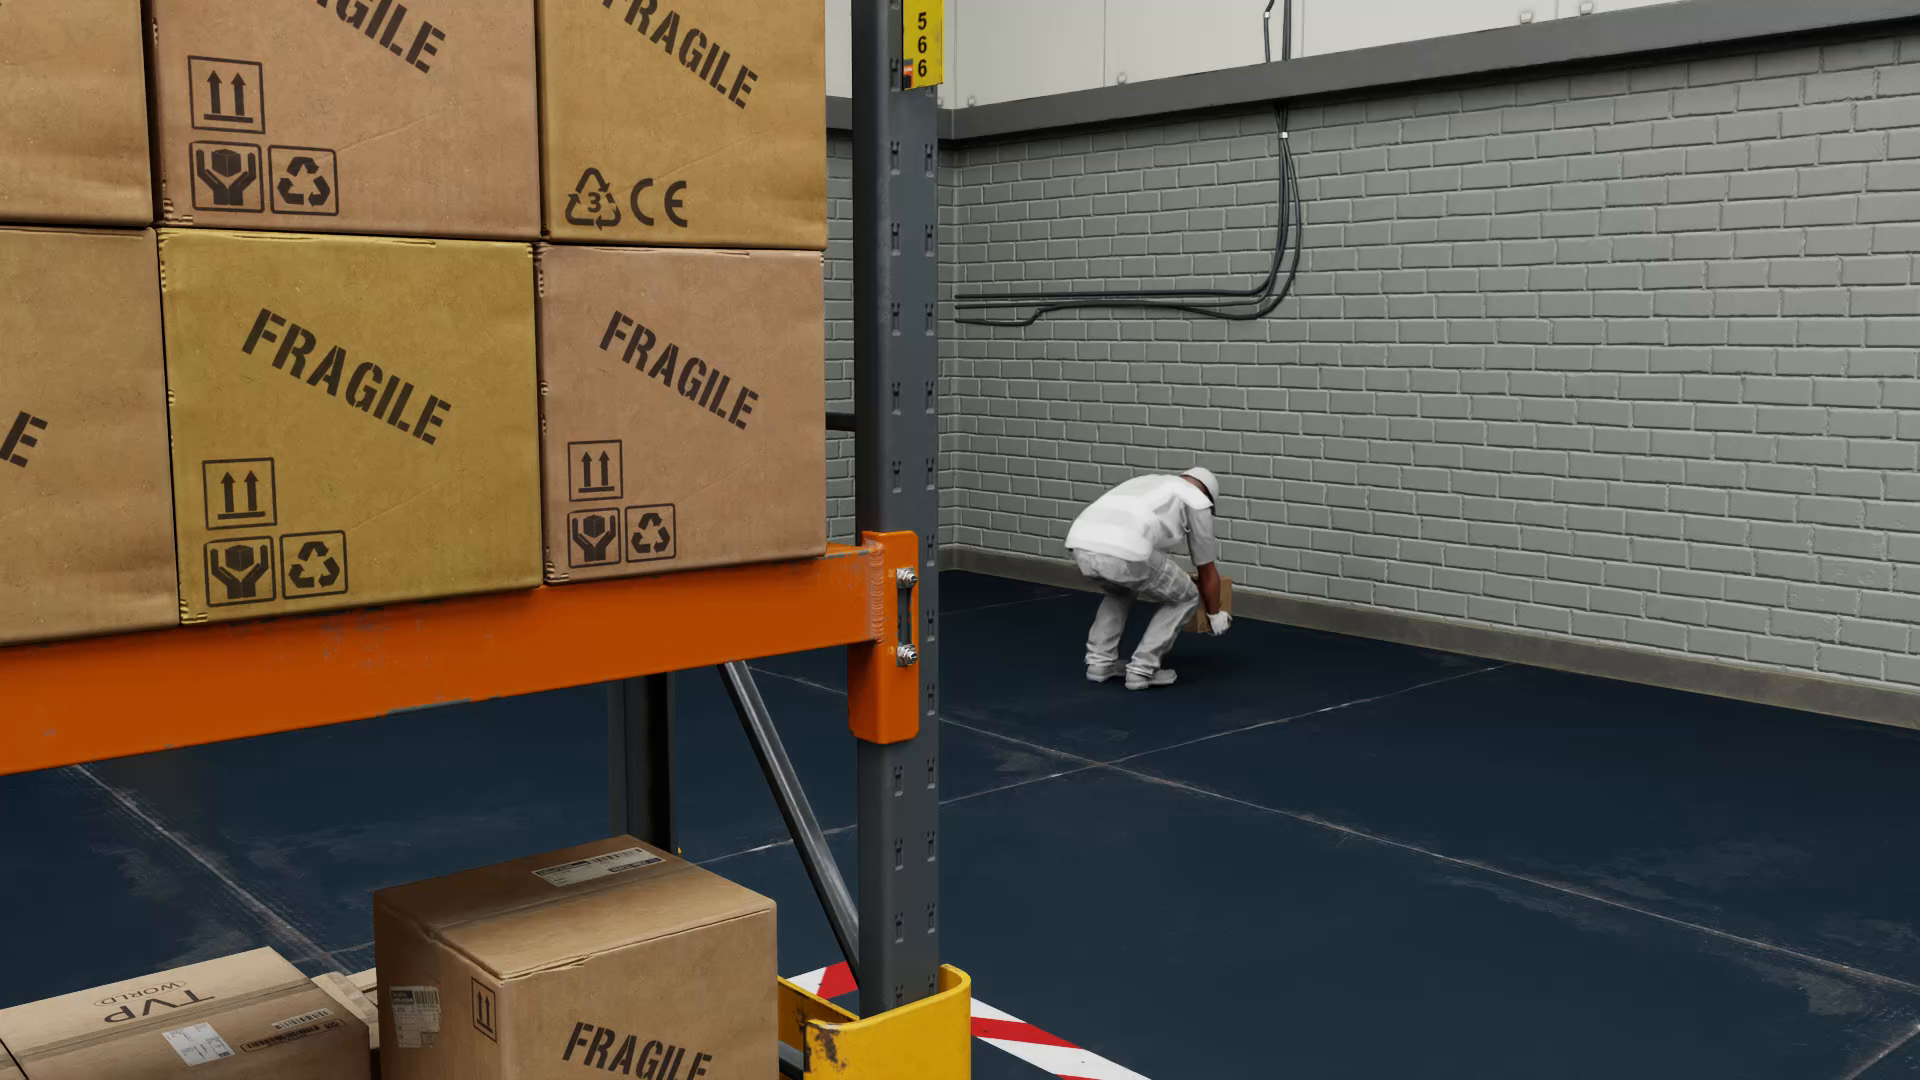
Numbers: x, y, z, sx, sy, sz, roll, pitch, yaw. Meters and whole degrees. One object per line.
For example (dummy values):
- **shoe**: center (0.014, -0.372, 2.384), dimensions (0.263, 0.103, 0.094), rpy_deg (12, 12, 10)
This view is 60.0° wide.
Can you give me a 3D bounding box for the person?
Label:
- **person**: center (0.911, 0.169, 7.987), dimensions (0.965, 0.995, 0.550), rpy_deg (-7, 10, -43)
